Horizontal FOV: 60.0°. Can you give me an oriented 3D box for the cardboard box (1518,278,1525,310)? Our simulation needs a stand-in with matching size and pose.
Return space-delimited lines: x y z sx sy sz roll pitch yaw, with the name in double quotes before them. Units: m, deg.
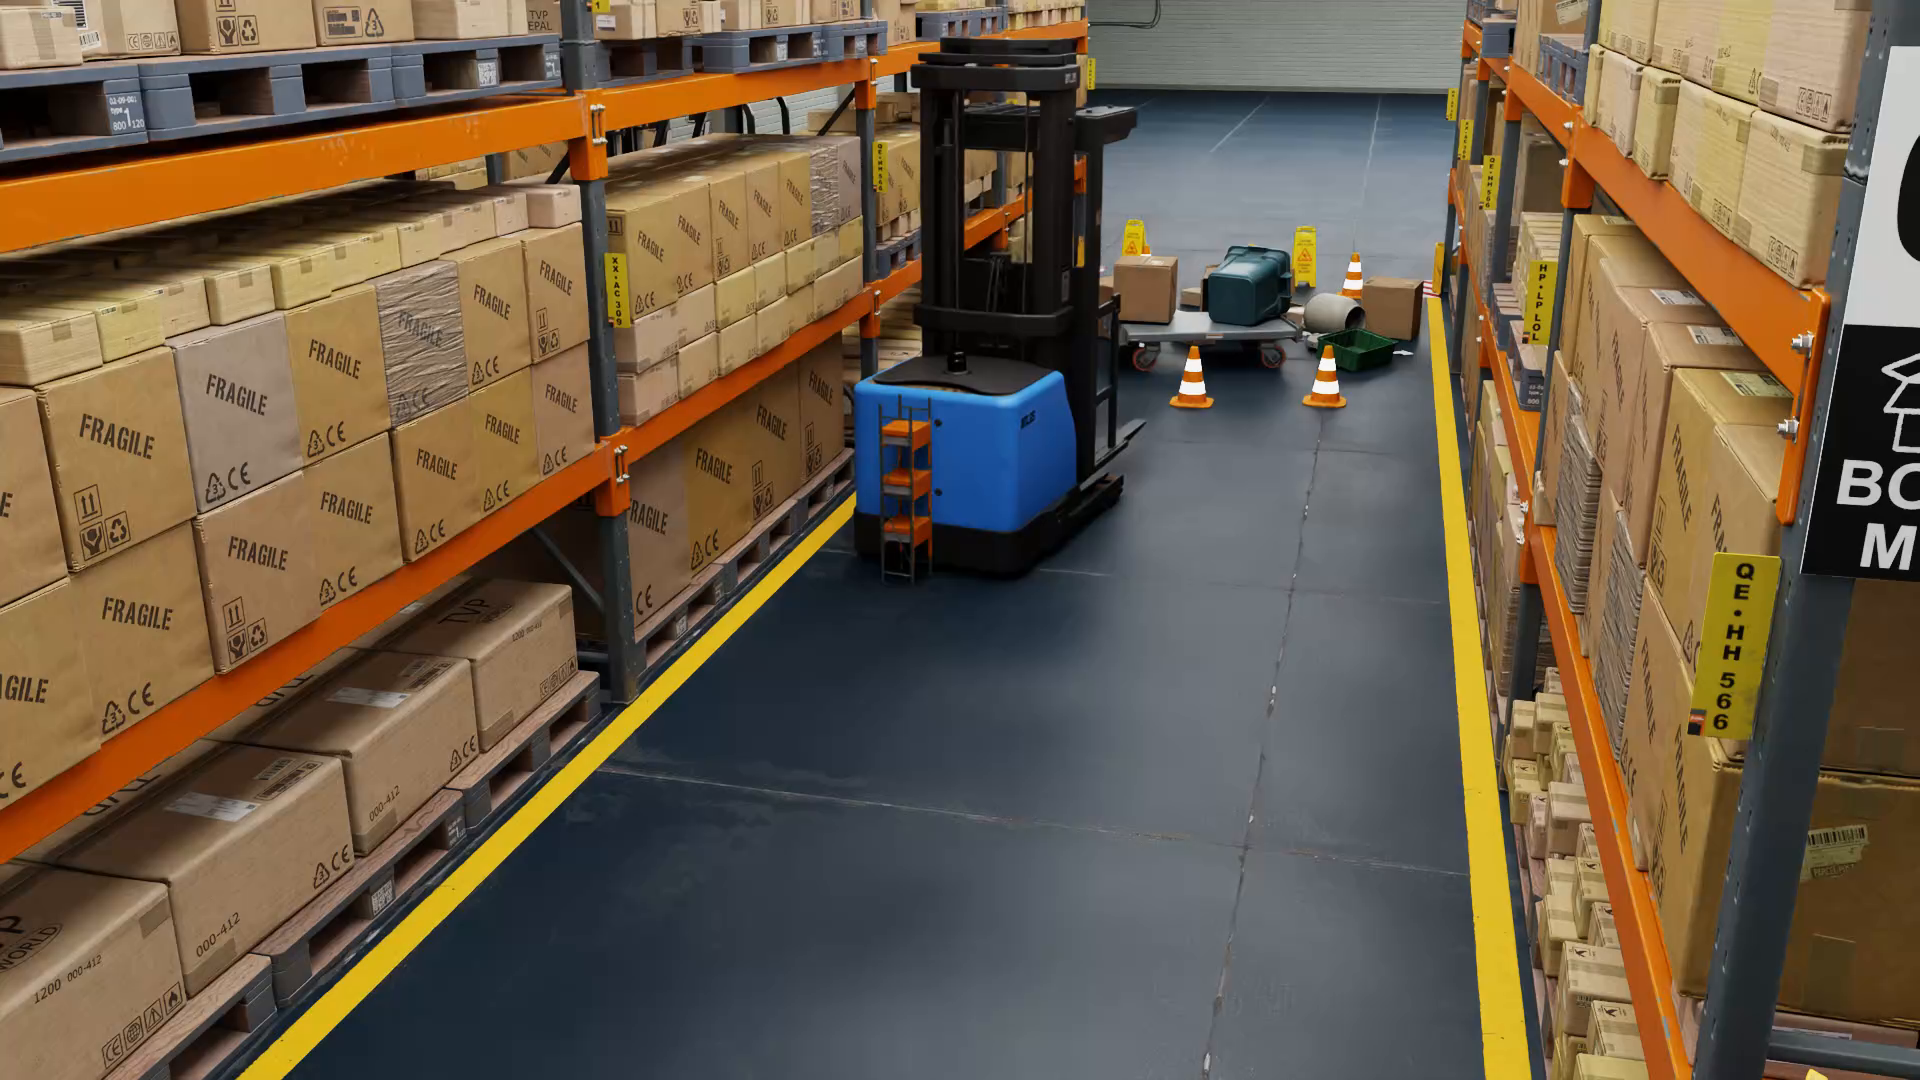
"cardboard box" 3.327 -1.368 9.292 0.380 0.149 0.250 6 20 16

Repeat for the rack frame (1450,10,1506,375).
"rack frame" 4.741 -2.835 13.848 1.000 3.000 0.127 5 19 13

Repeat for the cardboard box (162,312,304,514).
"cardboard box" -2.385 -0.406 5.035 0.500 0.500 0.500 5 19 13

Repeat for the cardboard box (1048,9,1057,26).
"cardboard box" 0.745 -5.130 16.314 0.380 0.149 0.250 4 19 13

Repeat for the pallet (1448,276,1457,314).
"pallet" 5.599 -2.513 17.217 1.003 0.211 1.213 5 19 13

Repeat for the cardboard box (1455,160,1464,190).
"cardboard box" 5.300 -3.700 16.149 0.875 0.550 0.550 5 19 13

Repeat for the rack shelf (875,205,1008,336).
"rack shelf" -0.573 -2.227 13.181 1.077 0.370 4.000 5 19 13

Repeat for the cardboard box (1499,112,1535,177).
"cardboard box" 4.378 -2.880 12.277 0.700 0.500 0.500 5 19 14

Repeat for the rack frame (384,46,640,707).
"rack frame" -2.039 -0.687 7.559 1.000 3.000 0.127 5 19 13

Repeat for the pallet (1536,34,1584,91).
"pallet" 3.291 -2.169 7.547 1.213 0.211 1.003 5 19 13

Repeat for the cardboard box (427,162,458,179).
"cardboard box" -4.889 -3.415 15.004 0.500 0.250 0.500 4 19 12

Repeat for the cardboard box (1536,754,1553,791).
"cardboard box" 2.412 0.856 6.340 0.380 0.149 0.250 5 19 14

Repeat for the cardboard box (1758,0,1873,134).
"cardboard box" 1.675 -0.824 2.776 0.500 0.250 0.500 4 19 12

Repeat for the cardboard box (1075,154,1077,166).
"cardboard box" 1.055 -4.107 17.960 0.380 0.149 0.250 4 19 13

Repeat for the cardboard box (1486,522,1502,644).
"cardboard box" 2.848 0.244 8.051 0.500 0.500 0.500 4 19 12

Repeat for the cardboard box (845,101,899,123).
"cardboard box" -0.707 -3.420 13.292 0.380 0.149 0.250 6 20 16

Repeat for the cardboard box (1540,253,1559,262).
"cardboard box" 3.079 -1.323 8.240 0.380 0.149 0.250 4 19 13

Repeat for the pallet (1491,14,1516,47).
"pallet" 4.140 -3.468 11.353 1.003 0.211 1.213 6 20 16

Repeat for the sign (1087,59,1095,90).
"sign" 1.427 -5.096 18.185 0.100 0.325 0.005 5 19 13

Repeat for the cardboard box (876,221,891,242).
"cardboard box" -0.700 -2.194 11.709 0.380 0.149 0.250 3 19 10

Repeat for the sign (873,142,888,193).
"sign" -0.522 -2.446 10.917 0.100 0.325 0.005 5 19 13

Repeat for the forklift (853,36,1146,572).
"forklift" 0.430 -1.639 10.452 1.130 2.935 3.031 8 20 22

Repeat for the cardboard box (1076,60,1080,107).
"cardboard box" 0.824 -4.606 16.871 0.700 0.500 0.500 4 19 13

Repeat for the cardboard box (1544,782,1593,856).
"cardboard box" 2.179 0.954 5.594 0.380 0.149 0.250 5 20 15

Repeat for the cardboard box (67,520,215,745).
"cardboard box" -2.524 0.231 4.717 0.500 0.500 0.500 4 19 13

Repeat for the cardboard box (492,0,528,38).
"cardboard box" -1.884 -2.064 6.351 0.396 0.266 0.258 5 20 15

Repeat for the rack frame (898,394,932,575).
"rack frame" -0.255 -0.309 9.467 0.200 1.050 0.008 8 20 22

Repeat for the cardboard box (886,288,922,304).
"cardboard box" -0.210 -1.985 14.775 0.950 0.372 0.625 5 19 14

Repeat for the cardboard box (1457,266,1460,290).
"cardboard box" 5.403 -2.789 16.349 0.875 0.875 0.875 4 19 13

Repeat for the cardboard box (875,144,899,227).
"cardboard box" -0.727 -2.450 11.456 0.500 0.500 0.500 4 19 12

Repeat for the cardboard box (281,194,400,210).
"cardboard box" -2.436 -1.271 6.563 0.380 0.149 0.250 4 19 13

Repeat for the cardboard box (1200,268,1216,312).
"cardboard box" 2.699 -2.287 15.895 0.797 0.637 0.503 5 19 13

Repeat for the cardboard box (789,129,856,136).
"cardboard box" -0.982 -2.813 12.519 0.500 0.500 0.500 3 19 10

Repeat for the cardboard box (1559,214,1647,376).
"cardboard box" 2.440 -0.867 5.923 0.500 0.500 0.500 5 20 15

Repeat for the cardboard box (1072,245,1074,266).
"cardboard box" 0.951 -3.064 18.121 0.500 0.250 0.500 5 19 13

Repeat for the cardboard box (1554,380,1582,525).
"cardboard box" 2.307 -0.225 5.591 0.500 0.500 0.500 5 19 13

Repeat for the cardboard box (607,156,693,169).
"cardboard box" -1.799 -1.851 9.264 0.500 0.500 0.500 5 19 14

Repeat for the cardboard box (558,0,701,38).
"cardboard box" -1.542 -2.606 7.731 0.500 0.500 0.500 4 19 12

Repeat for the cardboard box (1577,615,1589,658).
"cardboard box" 2.125 0.271 5.143 0.380 0.149 0.250 6 20 16

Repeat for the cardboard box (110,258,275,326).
"cardboard box" -2.329 -0.756 5.054 0.380 0.149 0.250 5 19 14

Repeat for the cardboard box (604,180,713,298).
"cardboard box" -1.555 -1.484 8.191 0.500 0.500 0.500 5 19 13

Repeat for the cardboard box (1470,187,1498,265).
"cardboard box" 3.980 -2.265 12.024 0.500 0.500 0.500 5 19 14

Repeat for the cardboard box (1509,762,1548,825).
"cardboard box" 2.321 0.995 6.396 0.380 0.149 0.250 5 20 15

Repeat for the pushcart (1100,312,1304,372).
"pushcart" 2.139 -1.789 14.842 1.648 0.377 0.936 -2 19 -6

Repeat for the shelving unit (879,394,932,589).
"shelving unit" -0.304 -0.272 9.361 0.215 1.050 0.252 8 20 22

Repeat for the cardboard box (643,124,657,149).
"cardboard box" -3.786 -4.711 19.186 0.500 0.500 0.500 4 19 12

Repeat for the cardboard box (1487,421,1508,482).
"cardboard box" 3.103 -0.442 8.899 0.500 0.250 0.500 5 19 14

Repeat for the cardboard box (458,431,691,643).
"cardboard box" -1.965 -0.081 8.422 0.875 0.875 0.875 5 20 15

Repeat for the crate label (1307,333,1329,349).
"crate label" 3.350 -1.817 15.295 0.298 0.136 0.250 -9 21 -24

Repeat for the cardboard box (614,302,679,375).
"cardboard box" -1.658 -0.968 7.841 0.500 0.250 0.500 4 19 12

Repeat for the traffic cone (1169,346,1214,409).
"traffic cone" 1.869 -1.325 13.351 0.336 0.463 0.334 5 19 13

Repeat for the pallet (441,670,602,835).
"pallet" -2.300 0.865 7.330 1.003 0.211 1.213 5 19 13

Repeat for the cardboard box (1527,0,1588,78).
"cardboard box" 3.133 -2.576 8.293 0.500 0.500 0.500 5 19 13

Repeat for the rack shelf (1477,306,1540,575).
"rack shelf" 3.275 -0.614 8.458 1.077 0.370 4.000 5 19 13

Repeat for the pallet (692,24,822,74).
"pallet" -1.437 -2.714 9.145 1.003 0.211 1.213 6 20 16

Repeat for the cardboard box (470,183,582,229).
"cardboard box" -1.805 -1.393 6.920 0.380 0.149 0.250 4 19 12

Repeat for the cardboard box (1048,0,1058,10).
"cardboard box" 0.662 -5.277 16.127 0.500 0.250 0.500 5 19 14
